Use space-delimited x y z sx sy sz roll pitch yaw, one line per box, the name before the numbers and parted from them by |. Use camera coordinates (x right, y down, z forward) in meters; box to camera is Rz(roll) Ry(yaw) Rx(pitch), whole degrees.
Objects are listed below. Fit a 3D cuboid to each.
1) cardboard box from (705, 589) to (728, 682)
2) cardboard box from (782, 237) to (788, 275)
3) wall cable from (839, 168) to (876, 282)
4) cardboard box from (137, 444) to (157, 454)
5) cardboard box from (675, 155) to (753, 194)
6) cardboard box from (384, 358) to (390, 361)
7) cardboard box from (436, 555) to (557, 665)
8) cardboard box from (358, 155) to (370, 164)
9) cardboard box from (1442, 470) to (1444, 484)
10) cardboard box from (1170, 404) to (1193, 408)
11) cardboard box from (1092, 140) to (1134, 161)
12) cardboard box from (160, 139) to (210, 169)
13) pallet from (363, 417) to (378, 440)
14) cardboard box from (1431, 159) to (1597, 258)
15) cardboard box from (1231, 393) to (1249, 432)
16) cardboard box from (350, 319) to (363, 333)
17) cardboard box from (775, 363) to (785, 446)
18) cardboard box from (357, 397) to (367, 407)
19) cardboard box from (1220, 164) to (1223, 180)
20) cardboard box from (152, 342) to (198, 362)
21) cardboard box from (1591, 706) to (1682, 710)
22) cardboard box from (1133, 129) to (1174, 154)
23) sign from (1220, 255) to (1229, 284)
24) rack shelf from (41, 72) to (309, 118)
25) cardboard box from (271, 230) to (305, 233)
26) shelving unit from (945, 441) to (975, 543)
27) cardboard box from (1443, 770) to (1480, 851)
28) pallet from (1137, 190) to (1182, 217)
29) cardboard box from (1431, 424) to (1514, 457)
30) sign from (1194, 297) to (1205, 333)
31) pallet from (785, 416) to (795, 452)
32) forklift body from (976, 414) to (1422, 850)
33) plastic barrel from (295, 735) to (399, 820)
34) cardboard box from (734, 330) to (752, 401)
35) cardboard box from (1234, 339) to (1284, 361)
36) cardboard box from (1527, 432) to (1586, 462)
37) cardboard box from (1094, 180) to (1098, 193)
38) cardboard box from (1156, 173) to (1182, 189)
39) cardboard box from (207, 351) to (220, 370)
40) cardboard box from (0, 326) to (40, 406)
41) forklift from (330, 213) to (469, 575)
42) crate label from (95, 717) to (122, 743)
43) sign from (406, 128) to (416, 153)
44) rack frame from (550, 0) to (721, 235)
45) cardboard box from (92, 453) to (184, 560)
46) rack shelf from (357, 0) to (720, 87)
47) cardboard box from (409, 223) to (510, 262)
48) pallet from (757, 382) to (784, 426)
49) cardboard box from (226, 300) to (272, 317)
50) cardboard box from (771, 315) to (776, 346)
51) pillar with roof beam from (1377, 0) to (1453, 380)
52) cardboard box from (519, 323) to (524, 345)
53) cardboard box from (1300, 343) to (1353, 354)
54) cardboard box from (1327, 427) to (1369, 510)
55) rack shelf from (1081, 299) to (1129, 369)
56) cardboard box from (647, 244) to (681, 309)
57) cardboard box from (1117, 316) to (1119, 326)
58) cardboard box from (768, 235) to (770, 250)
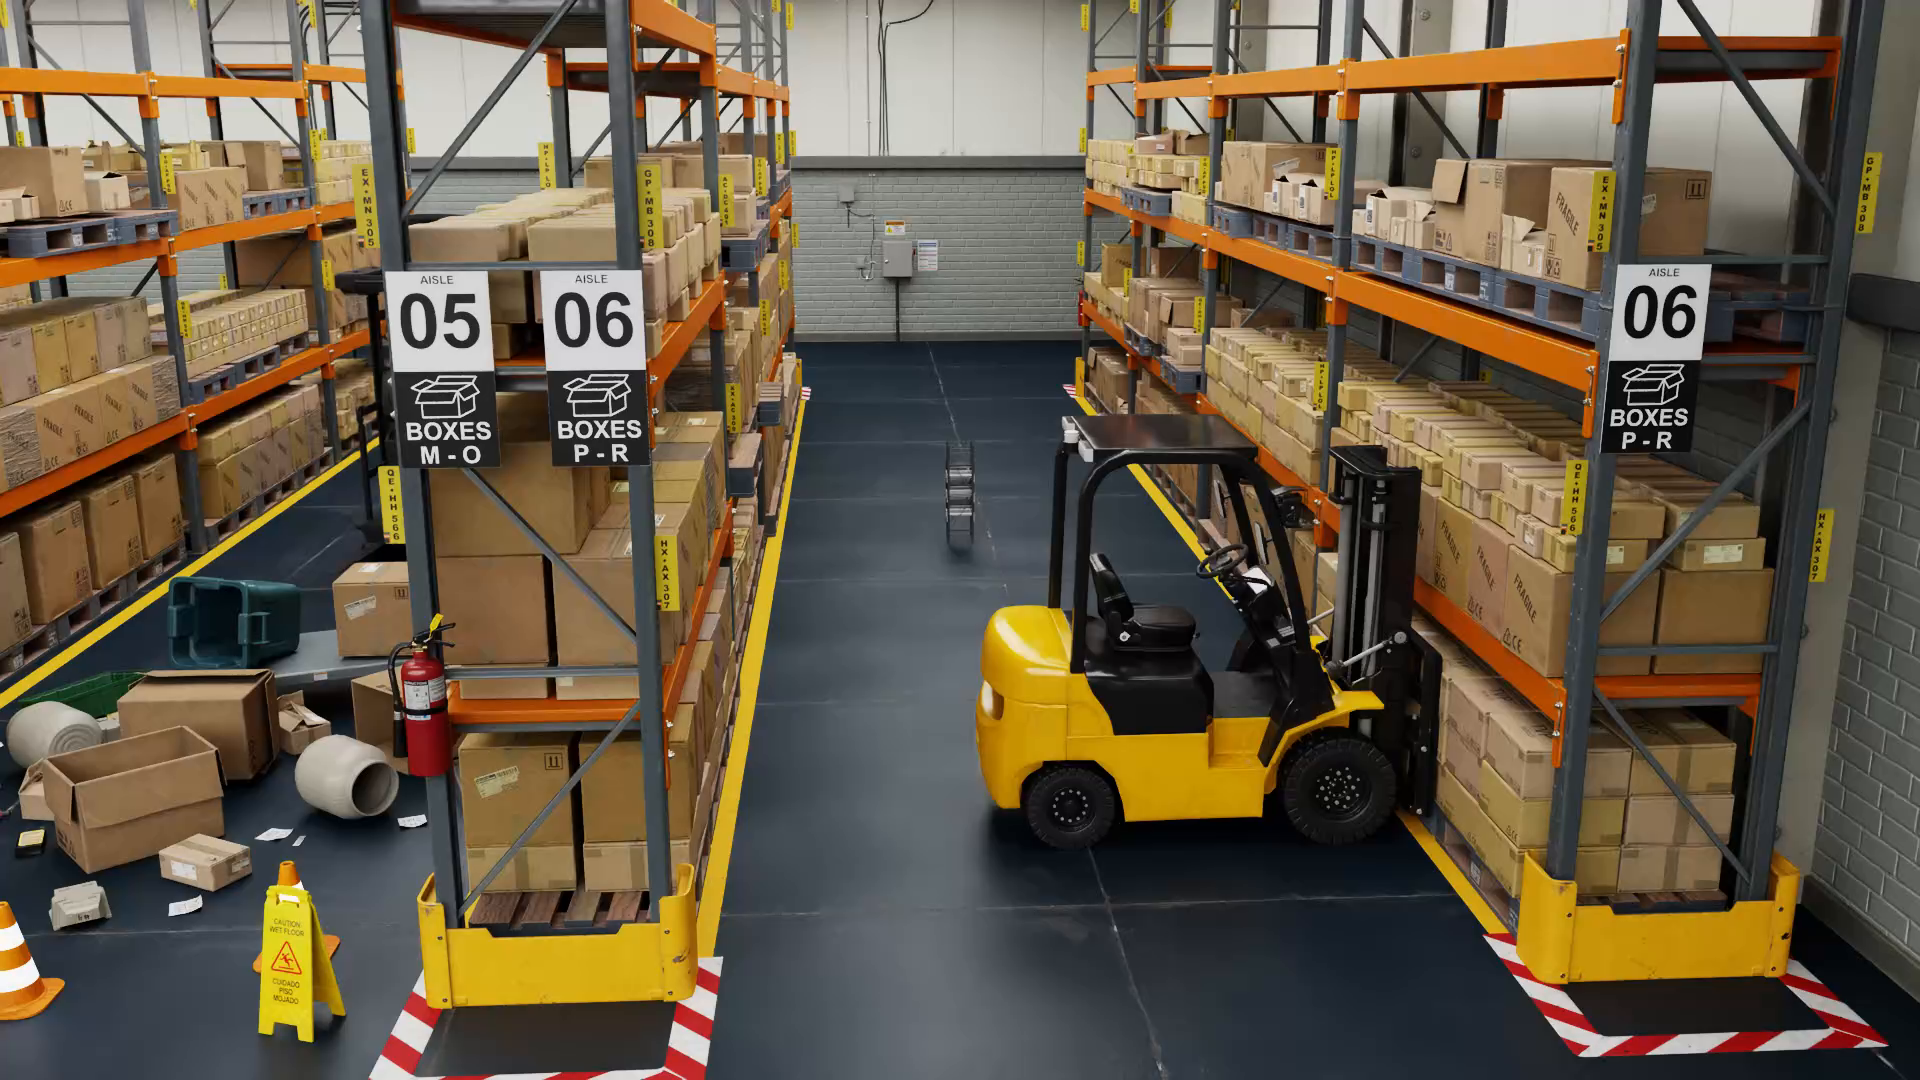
cardboard box | -1.681 0.606 10.044 0.500 0.500 0.500 -1 14 -2
cardboard box | -2.376 -3.451 20.437 0.500 0.500 0.500 -1 14 -4
wall cable | -1.720 -5.331 27.913 0.588 1.984 0.122 -1 14 -3
cardboard box | -7.505 -0.844 15.178 0.500 0.250 0.500 -1 14 -5
cardboard box | -1.696 -2.529 11.495 0.500 0.250 0.500 -1 14 -5
cardboard box | -7.411 -2.294 21.832 0.380 0.149 0.250 -1 14 -3
cardboard box | -2.079 0.243 7.487 0.500 0.500 0.500 -1 14 -4
cardboard box | -7.332 -4.442 19.774 0.500 0.250 0.500 -2 15 -6
cardboard box | 2.853 -0.338 9.040 0.380 0.149 0.250 -1 14 -4
cardboard box | 2.386 -1.319 17.227 0.380 0.149 0.250 -1 14 -3
cardboard box | 1.981 -5.015 21.404 0.500 0.250 0.500 -1 14 -4
cardboard box | -7.038 -3.489 15.035 0.396 0.266 0.258 -1 14 -3
pallet | -7.604 -1.437 20.410 1.003 0.211 1.213 -1 14 -3
cardboard box | 2.951 -1.774 8.856 0.797 0.503 0.637 0 14 -2
cardboard box | 2.536 -1.061 13.654 0.500 0.250 0.500 -1 14 -5
cardboard box | -7.260 -2.530 19.568 0.380 0.149 0.250 -1 14 -2
cardboard box | -2.396 -1.439 18.246 0.875 0.875 0.875 0 14 -2
cardboard box | -7.315 -1.636 19.869 0.380 0.149 0.250 0 14 -1
cardboard box | 2.371 -3.299 14.935 0.380 0.149 0.250 0 14 -2
cardboard box | -7.030 -1.671 14.788 0.380 0.149 0.250 0 14 -1
cardboard box | 3.308 0.886 8.454 0.500 0.250 0.500 -1 14 -3
cardboard box | 2.110 -4.343 18.121 0.396 0.266 0.258 -1 14 -4
sign | 2.993 -3.066 18.822 0.100 0.325 0.005 -1 14 -3
rack shelf | -7.324 -4.182 15.692 1.077 0.370 4.000 -1 14 -3
cardboard box | -7.802 -3.362 19.492 0.500 0.500 0.500 -1 14 -2
shelving unit | -0.001 -0.438 15.146 0.258 0.900 0.210 -1 14 -3
cardboard box | 2.817 1.381 8.537 0.500 0.250 0.500 -1 14 -3
pallet | 2.477 -3.436 16.942 1.213 0.211 1.003 -1 14 -3
cardboard box | 2.851 -0.548 9.260 0.380 0.149 0.250 -1 14 -3
sign | 2.147 -2.012 14.887 0.100 0.325 0.005 -1 14 -3
pallet | -2.483 -1.258 19.715 1.003 0.211 1.213 -1 14 -3
forklift body | 1.245 0.457 9.159 2.313 2.155 1.214 -1 14 -3
plastic barrel | -3.410 1.324 9.255 0.512 0.421 0.421 10 18 35
cardboard box | -1.852 -1.321 12.722 0.500 0.500 0.500 -1 15 -6
cardboard box | 2.502 -1.585 13.887 0.380 0.149 0.250 -1 14 -3
cardboard box | 3.308 -0.490 9.034 0.380 0.149 0.250 -1 14 -3
cardboard box | 1.934 -4.546 21.383 0.380 0.149 0.250 -1 14 -2
cardboard box | 2.182 -3.616 16.725 0.380 0.149 0.250 -1 14 -2
cardboard box | -7.061 -1.651 15.310 0.380 0.149 0.250 0 14 -1
cardboard box | -7.054 -1.236 11.828 0.700 0.500 0.500 -1 14 -3
forklift | -4.636 -1.306 14.445 1.130 2.935 3.031 1 14 3
crate label | -5.312 1.201 10.307 0.298 0.136 0.250 -13 20 -42
sign | -7.141 -5.196 21.629 0.100 0.325 0.005 -1 14 -3
rack frame | -2.018 -3.334 10.147 1.000 3.000 0.127 -1 14 -3
cardboard box | -7.253 -0.283 14.001 1.050 0.750 0.750 -1 14 -4
rack shelf | -1.895 -2.486 8.304 1.077 0.370 4.000 -1 14 -3
cardboard box | -2.086 -1.230 6.896 0.380 0.149 0.250 -1 14 -3
pallet | -2.116 -1.155 14.103 1.213 0.211 1.003 -1 14 -3
cardboard box | -7.169 -2.332 16.760 0.380 0.149 0.250 -1 14 -5
cardboard box | -2.119 -2.101 16.695 0.500 0.250 0.500 -1 14 -2
pillar with roof beam | -0.629 -4.029 12.851 9.100 9.000 0.400 -1 14 -3
cardboard box | -2.120 -0.910 7.253 0.380 0.149 0.250 -1 14 -3
cardboard box | 3.016 -1.531 13.677 0.380 0.149 0.250 -1 14 -4
cardboard box | 2.702 -0.440 10.739 0.500 0.500 0.500 -1 14 -5
rack shelf | 2.316 -2.644 20.952 1.077 0.370 4.000 -1 14 -3
cardboard box | -1.557 -1.212 7.626 0.500 0.250 0.500 -1 14 -4
cardboard box | 2.101 -2.644 20.009 0.380 0.149 0.250 -1 14 -2
cardboard box | -2.275 -3.347 18.730 0.380 0.149 0.250 -1 14 -4
